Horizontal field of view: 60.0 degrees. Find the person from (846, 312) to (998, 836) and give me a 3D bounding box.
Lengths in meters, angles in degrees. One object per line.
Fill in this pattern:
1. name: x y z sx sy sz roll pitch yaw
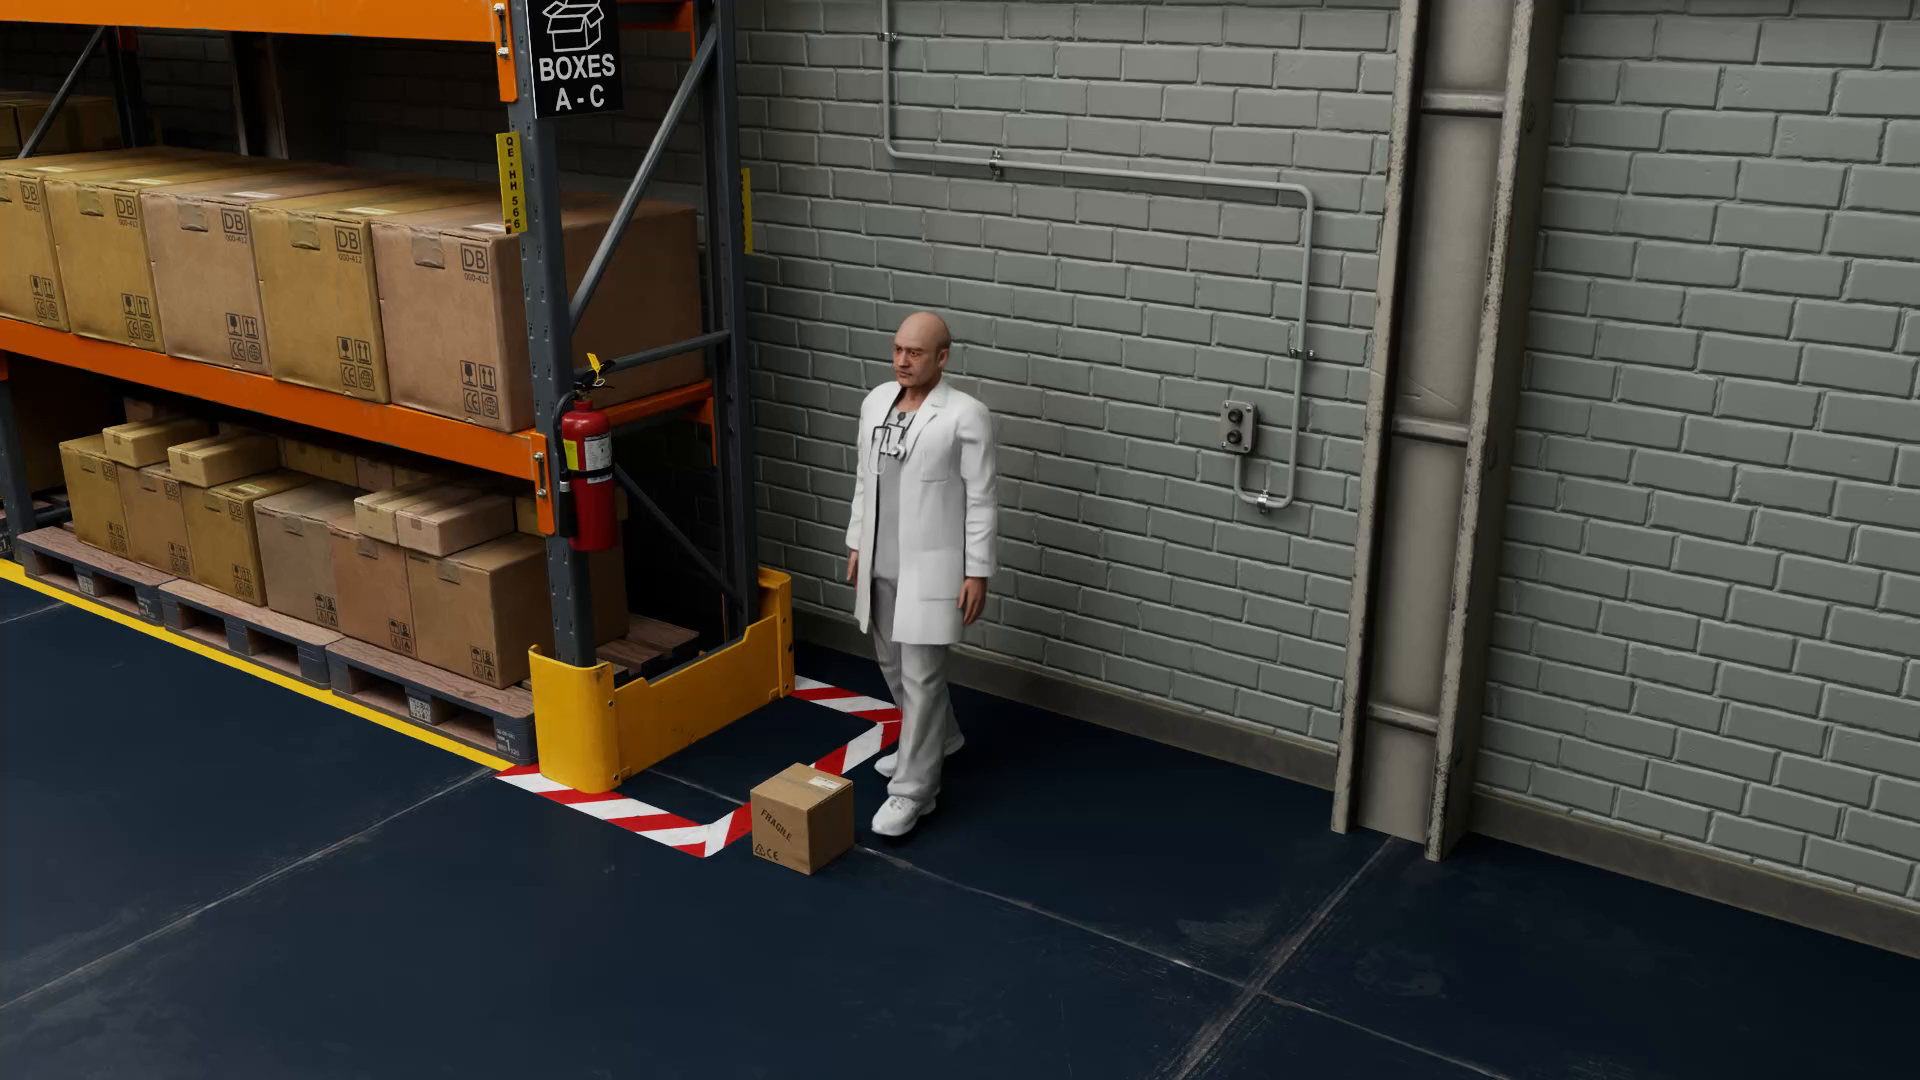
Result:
1. person: -0.178 0.097 5.798 0.624 1.783 0.721 15 25 36
